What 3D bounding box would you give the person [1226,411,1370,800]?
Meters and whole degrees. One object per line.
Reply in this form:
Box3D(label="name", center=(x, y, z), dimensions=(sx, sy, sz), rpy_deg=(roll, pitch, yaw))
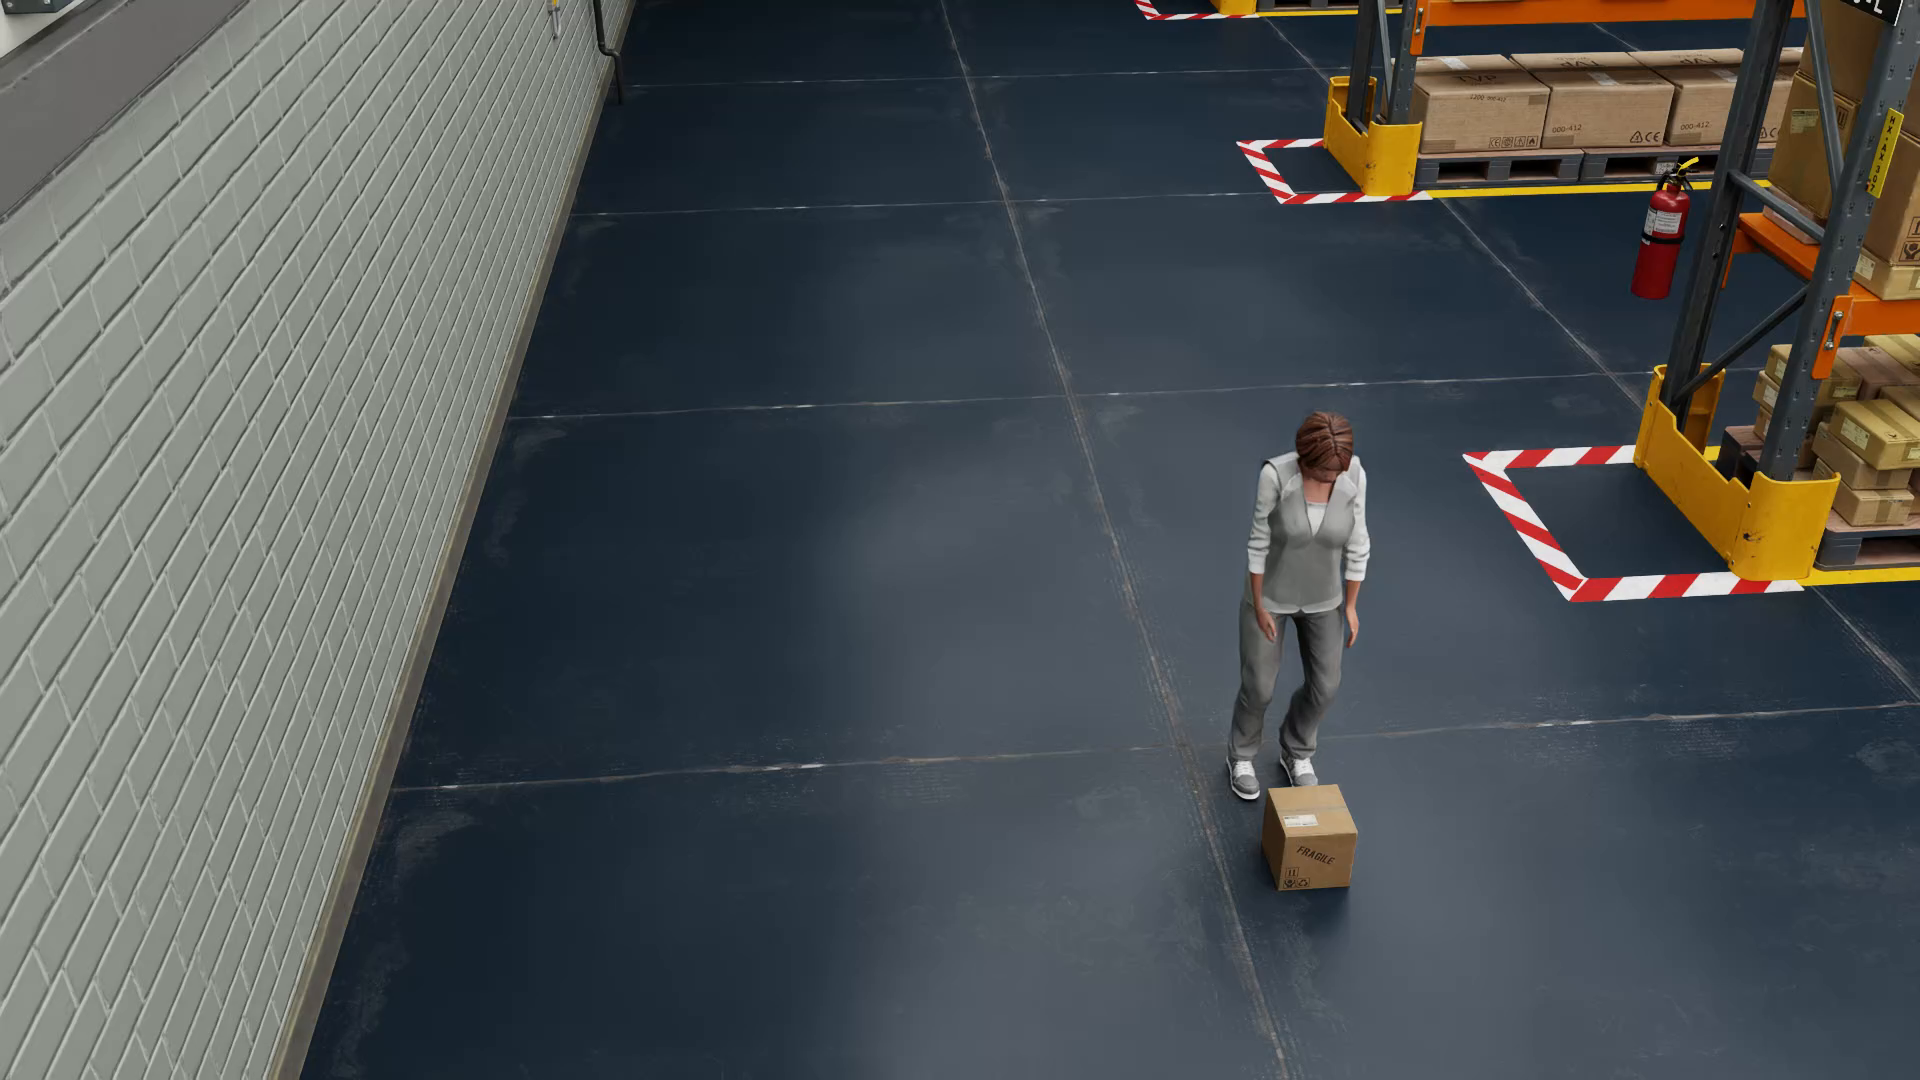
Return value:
Box3D(label="person", center=(1.191, 0.231, 5.822), dimensions=(0.423, 1.550, 0.368), rpy_deg=(-2, 32, -3))
